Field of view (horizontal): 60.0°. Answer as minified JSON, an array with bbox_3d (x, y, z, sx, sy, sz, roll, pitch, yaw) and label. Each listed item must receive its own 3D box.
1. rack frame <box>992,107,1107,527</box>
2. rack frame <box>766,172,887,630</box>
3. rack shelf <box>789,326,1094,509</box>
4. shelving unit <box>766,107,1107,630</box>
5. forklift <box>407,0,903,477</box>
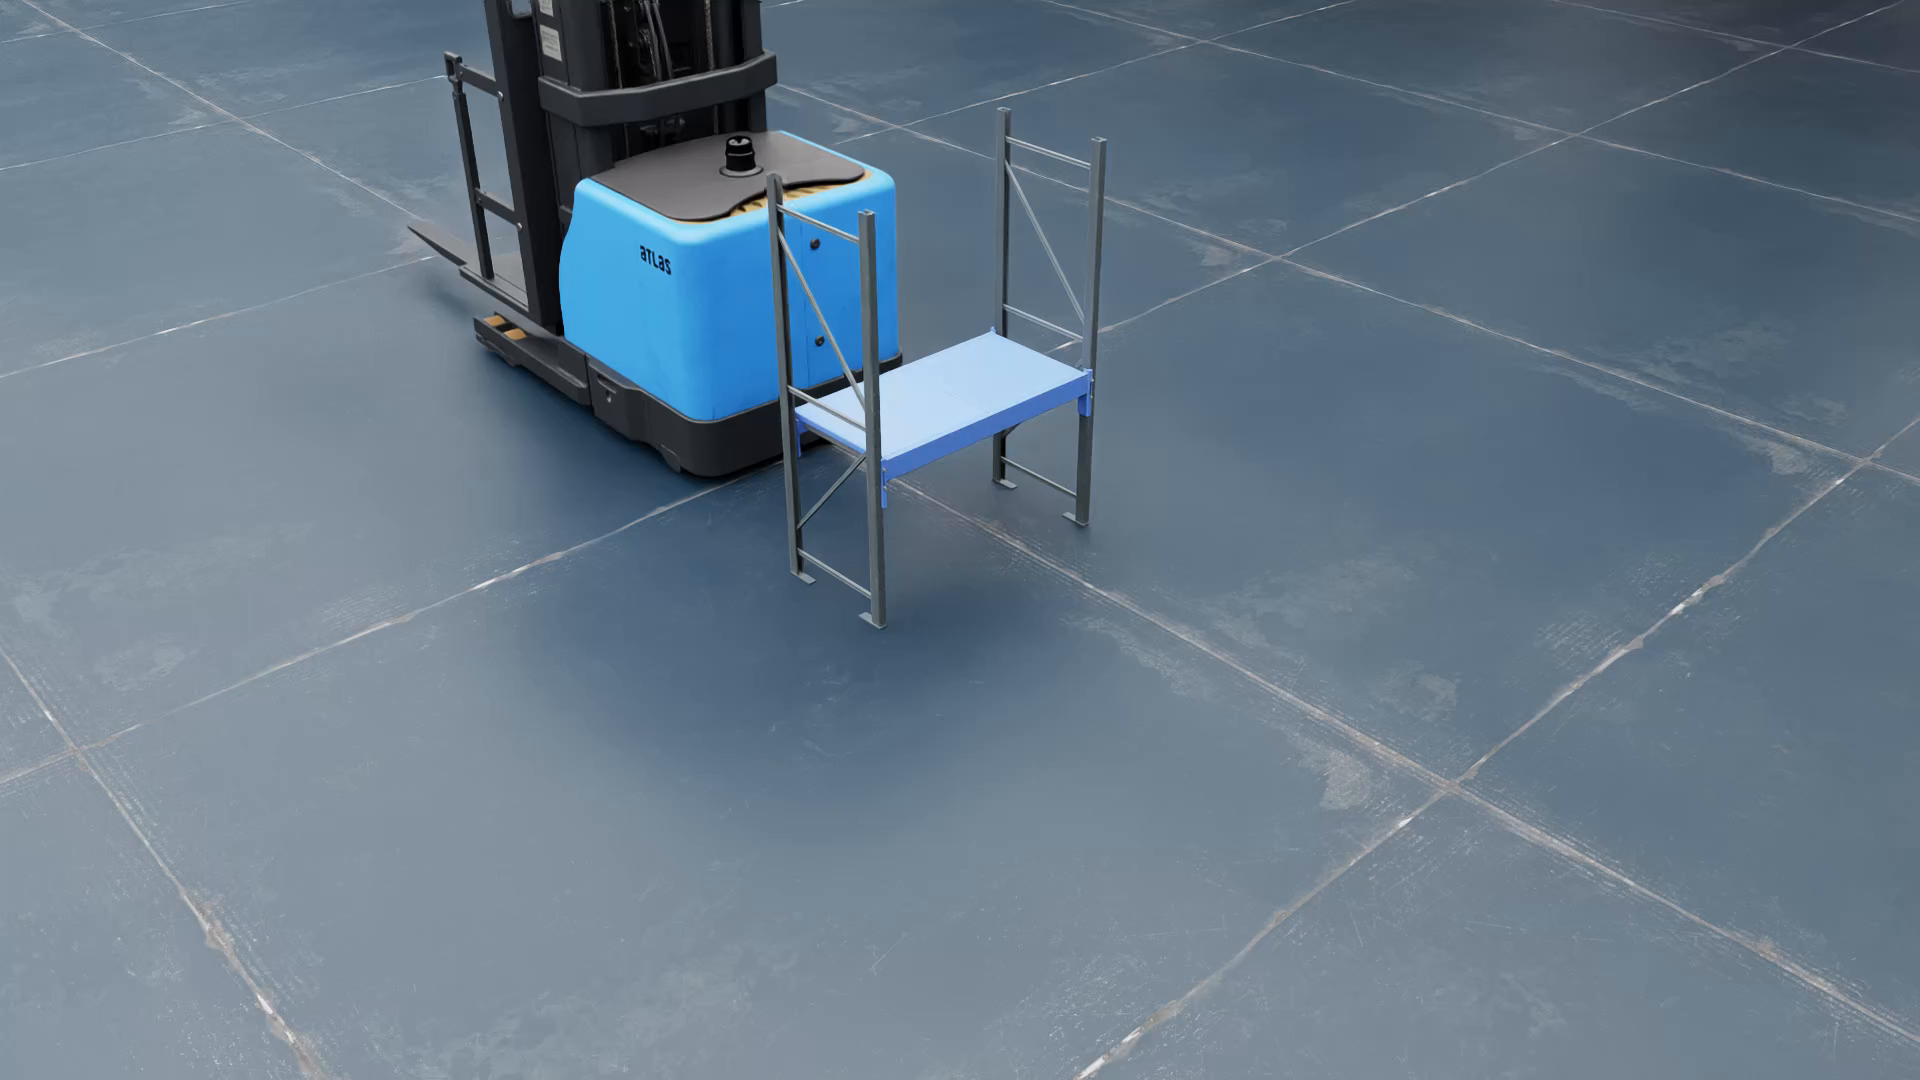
[{"bbox_3d":[0.310,-0.790,6.104,0.032,1.500,0.500,-26,40,-35],"label":"rack frame"},{"bbox_3d":[-0.435,-0.429,5.514,0.032,1.500,0.500,-26,40,-35],"label":"rack frame"},{"bbox_3d":[-0.063,-0.456,5.903,1.000,0.185,0.538,-26,40,-35],"label":"rack shelf"},{"bbox_3d":[-0.063,-0.610,5.809,1.048,1.500,0.538,-26,40,-35],"label":"shelving unit"},{"bbox_3d":[-1.580,-2.191,7.023,1.130,2.935,3.031,-24,39,-34],"label":"forklift"}]
